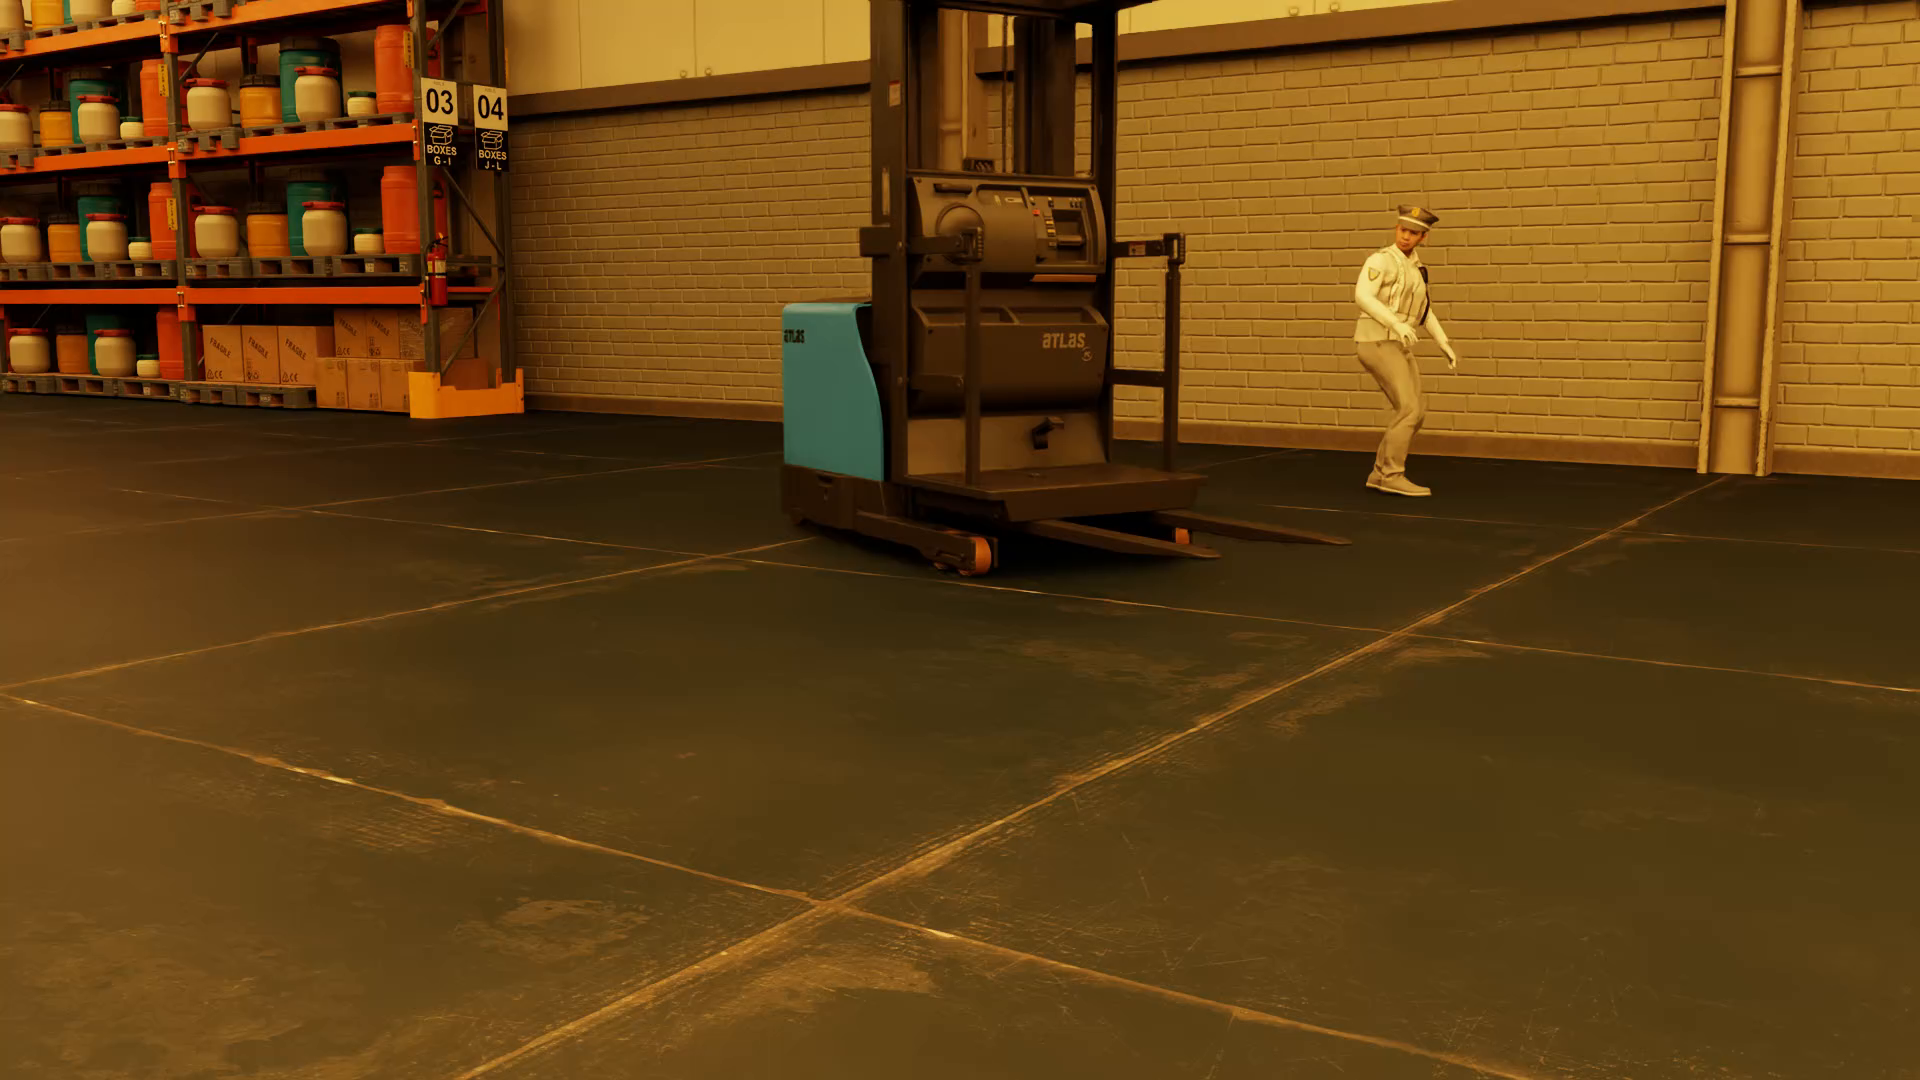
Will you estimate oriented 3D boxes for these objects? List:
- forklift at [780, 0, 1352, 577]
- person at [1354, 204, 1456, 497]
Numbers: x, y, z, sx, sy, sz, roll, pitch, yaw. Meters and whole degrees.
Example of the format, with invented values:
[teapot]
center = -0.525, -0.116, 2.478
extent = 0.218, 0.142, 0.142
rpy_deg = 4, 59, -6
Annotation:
[forklift]
center = 0.331, -1.378, 6.885
extent = 1.130, 2.935, 3.031
rpy_deg = -5, 9, -31
[person]
center = 2.506, -1.068, 9.408
extent = 0.481, 1.632, 0.712
rpy_deg = 6, 10, 38
